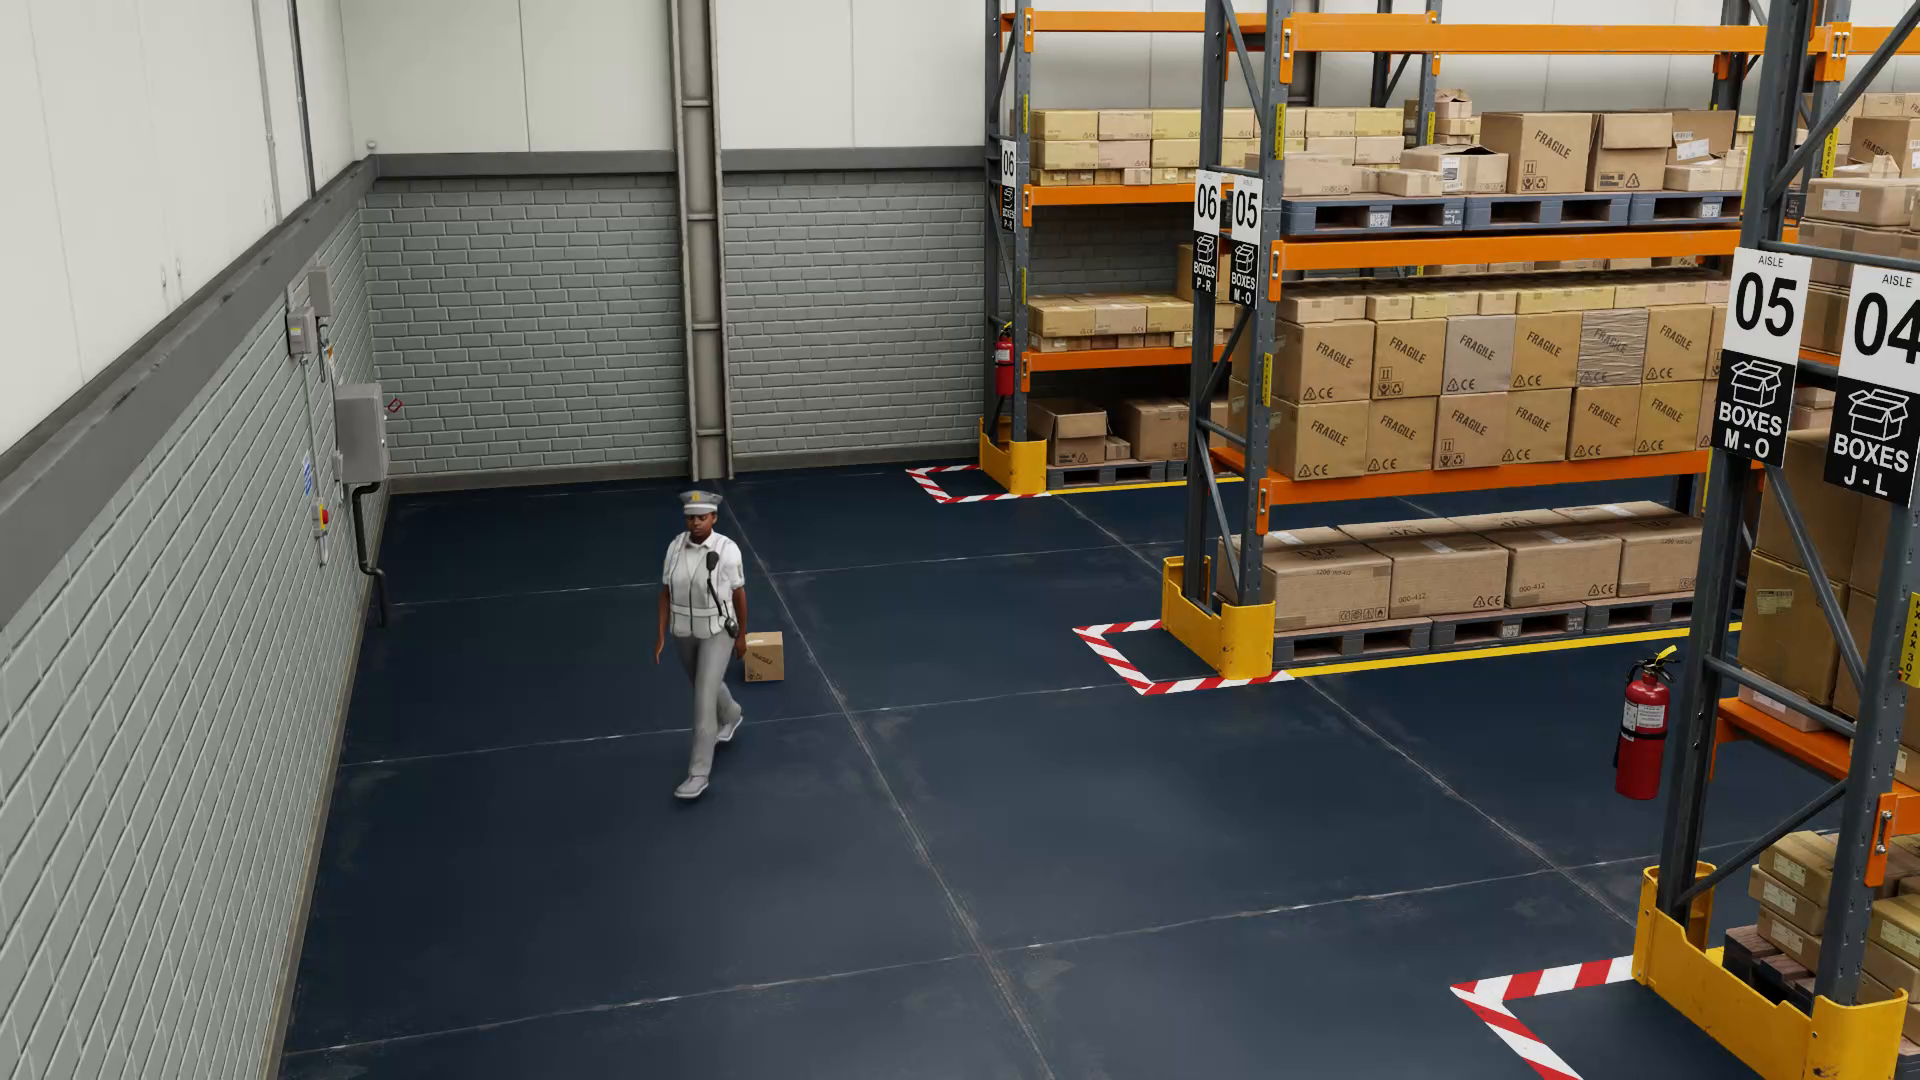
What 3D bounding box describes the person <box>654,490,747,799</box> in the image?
[{"bbox_3d":[-1.433,0.503,9.222,0.447,1.635,1.025,5,17,18],"label":"person"}]
